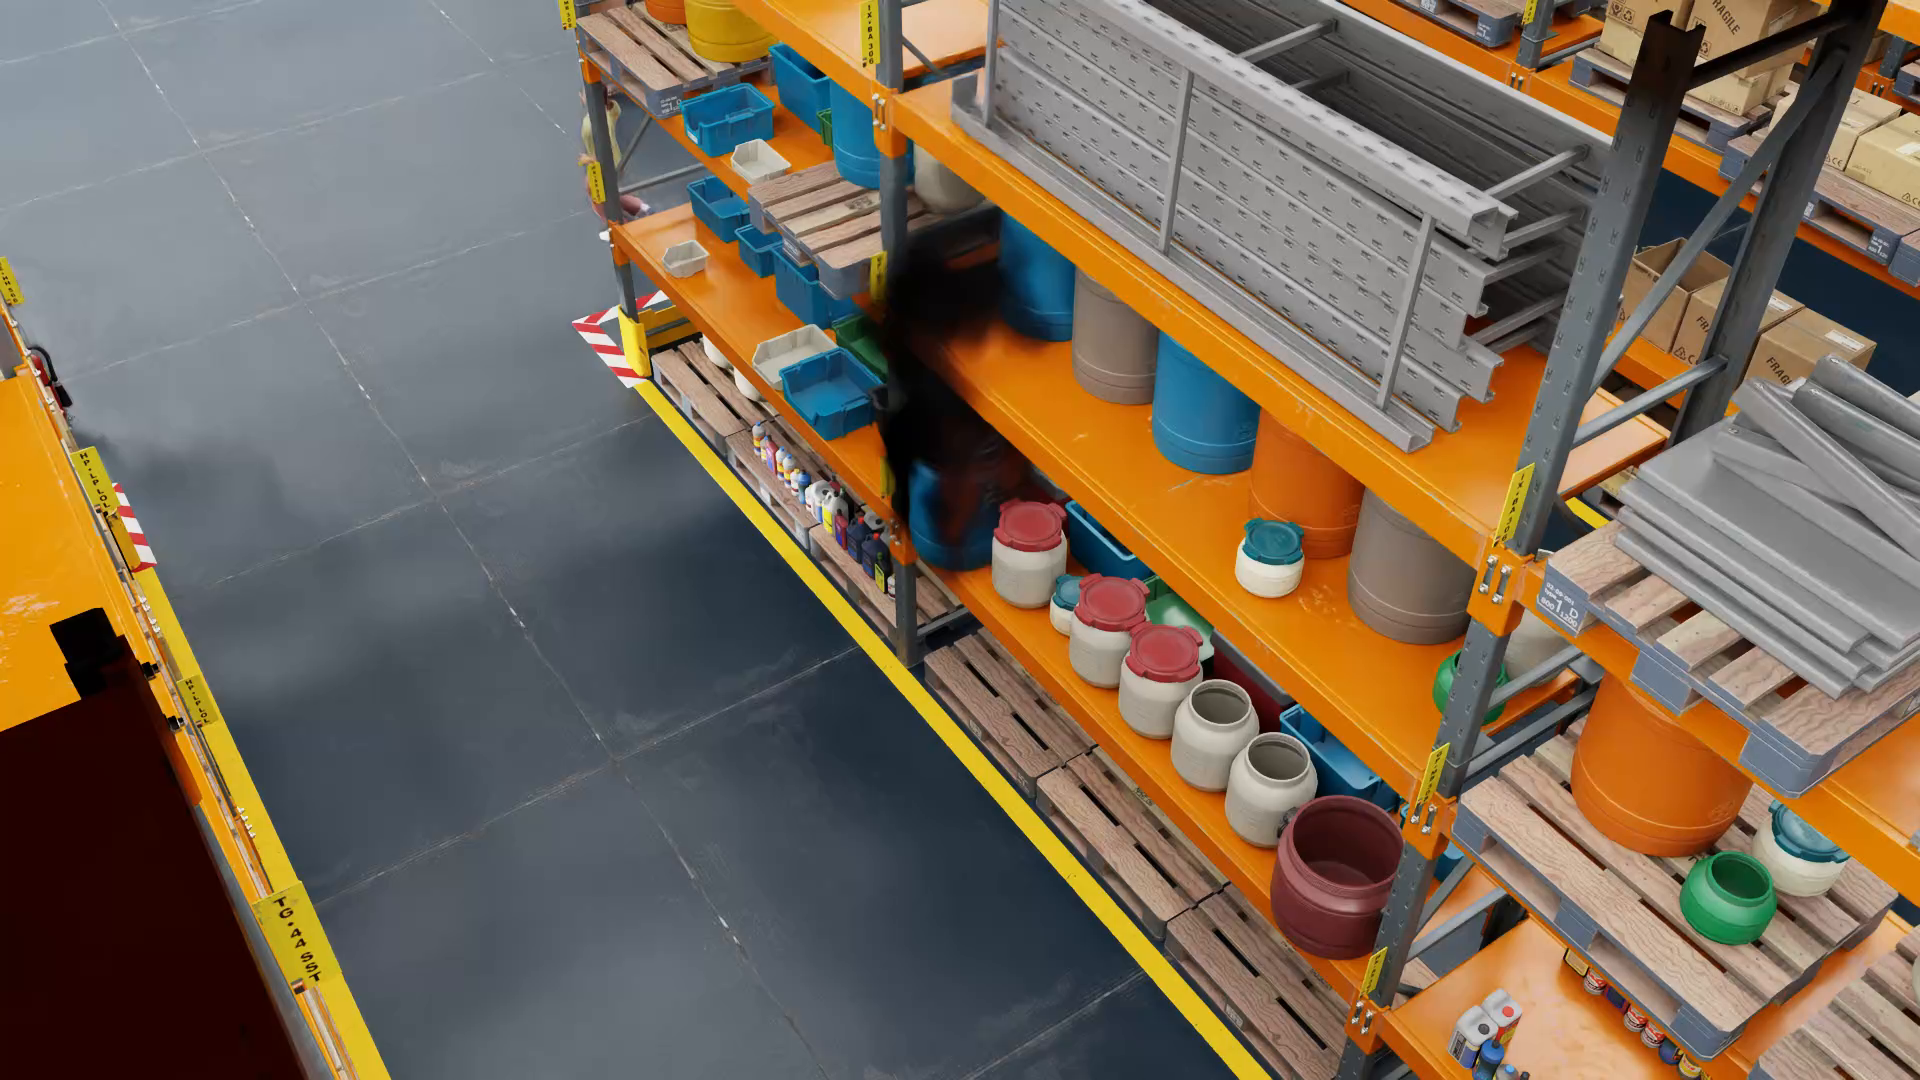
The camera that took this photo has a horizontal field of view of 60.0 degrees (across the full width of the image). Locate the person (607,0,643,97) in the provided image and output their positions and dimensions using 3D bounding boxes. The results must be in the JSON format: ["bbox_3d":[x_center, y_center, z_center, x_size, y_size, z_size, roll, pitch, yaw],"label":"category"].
[{"bbox_3d":[-3.157,-5.142,16.142,0.920,1.639,0.557,-12,44,-12],"label":"person"}]

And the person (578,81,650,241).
[{"bbox_3d":[-2.949,-3.159,14.013,0.529,1.627,0.636,-5,43,-5],"label":"person"}]
